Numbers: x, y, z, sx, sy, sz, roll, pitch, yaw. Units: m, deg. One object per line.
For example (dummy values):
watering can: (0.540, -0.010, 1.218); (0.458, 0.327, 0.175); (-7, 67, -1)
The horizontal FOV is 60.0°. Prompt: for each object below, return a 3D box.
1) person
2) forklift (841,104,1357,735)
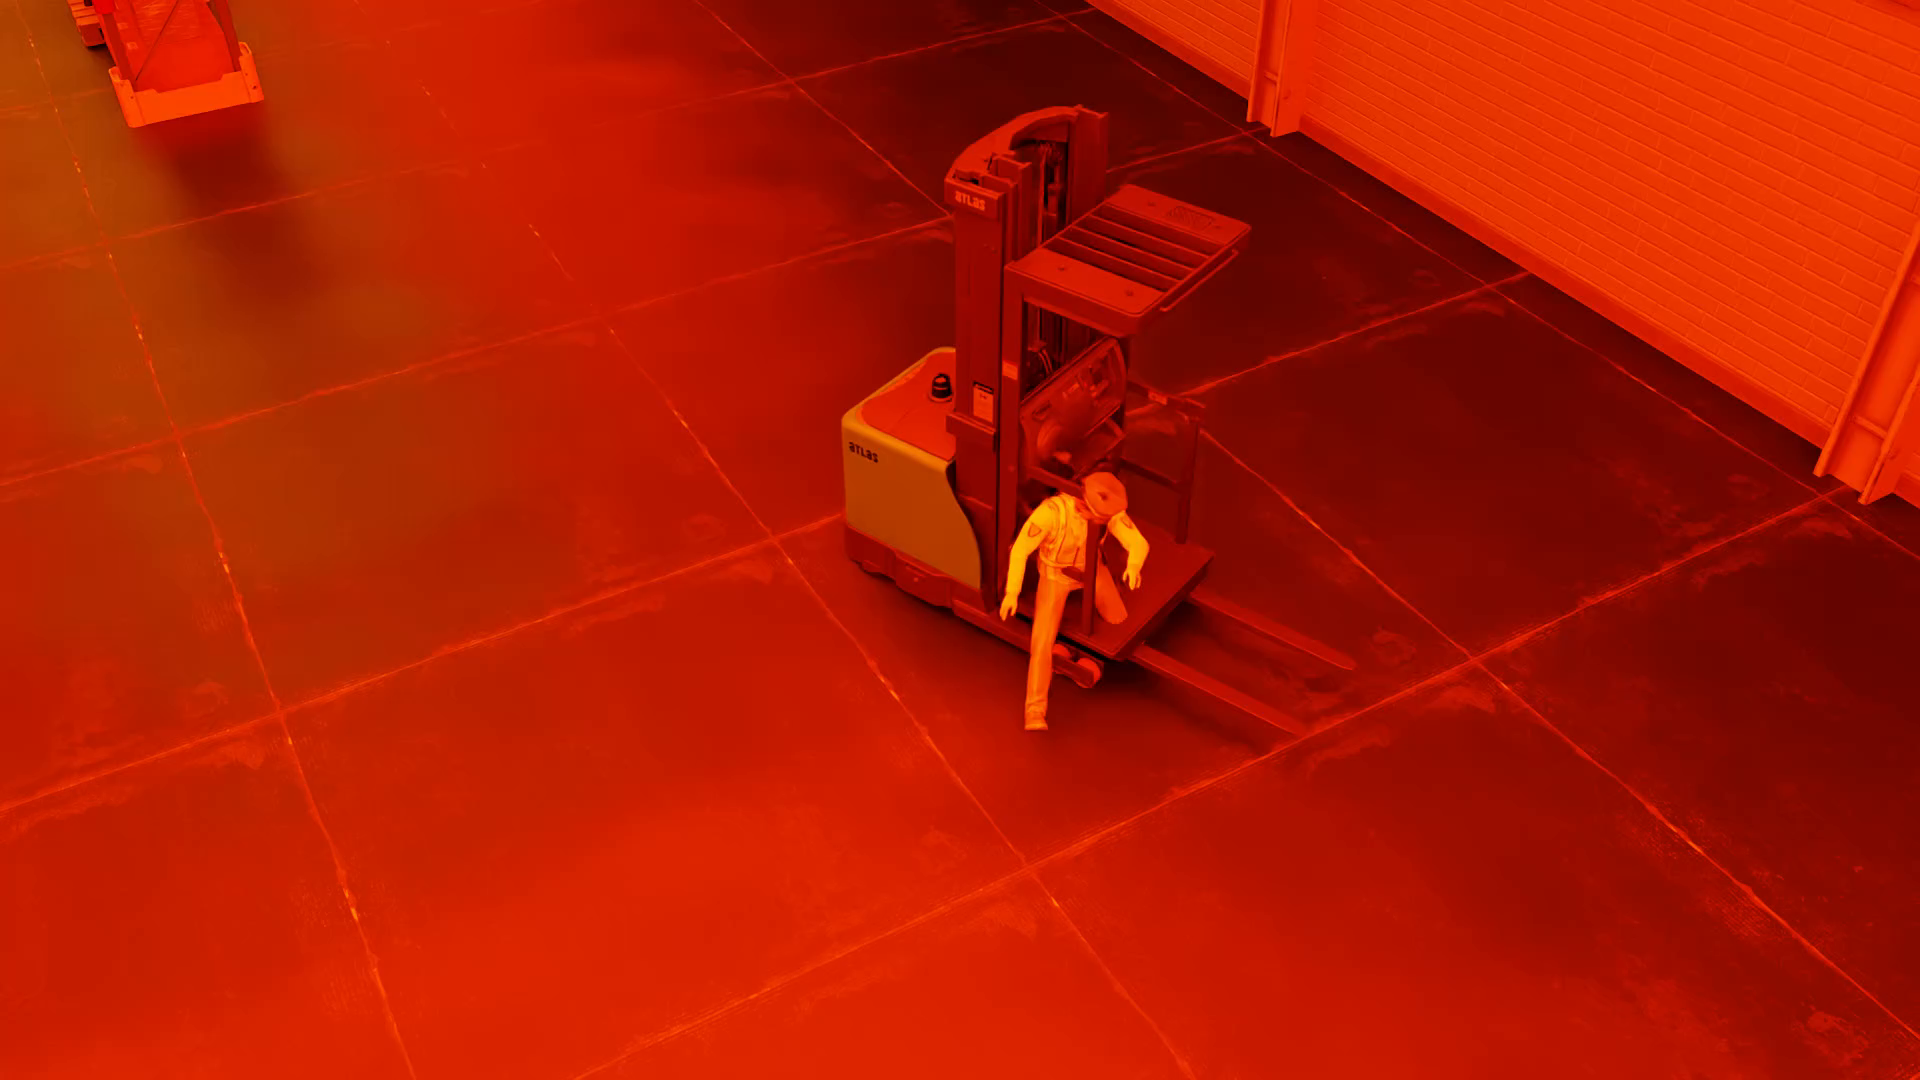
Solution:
person: (0.666, 0.299, 8.883); (0.912, 1.422, 1.124); (-5, 40, -6)
forklift: (0.782, -0.686, 8.863); (3.031, 2.935, 1.130); (26, 46, 28)
